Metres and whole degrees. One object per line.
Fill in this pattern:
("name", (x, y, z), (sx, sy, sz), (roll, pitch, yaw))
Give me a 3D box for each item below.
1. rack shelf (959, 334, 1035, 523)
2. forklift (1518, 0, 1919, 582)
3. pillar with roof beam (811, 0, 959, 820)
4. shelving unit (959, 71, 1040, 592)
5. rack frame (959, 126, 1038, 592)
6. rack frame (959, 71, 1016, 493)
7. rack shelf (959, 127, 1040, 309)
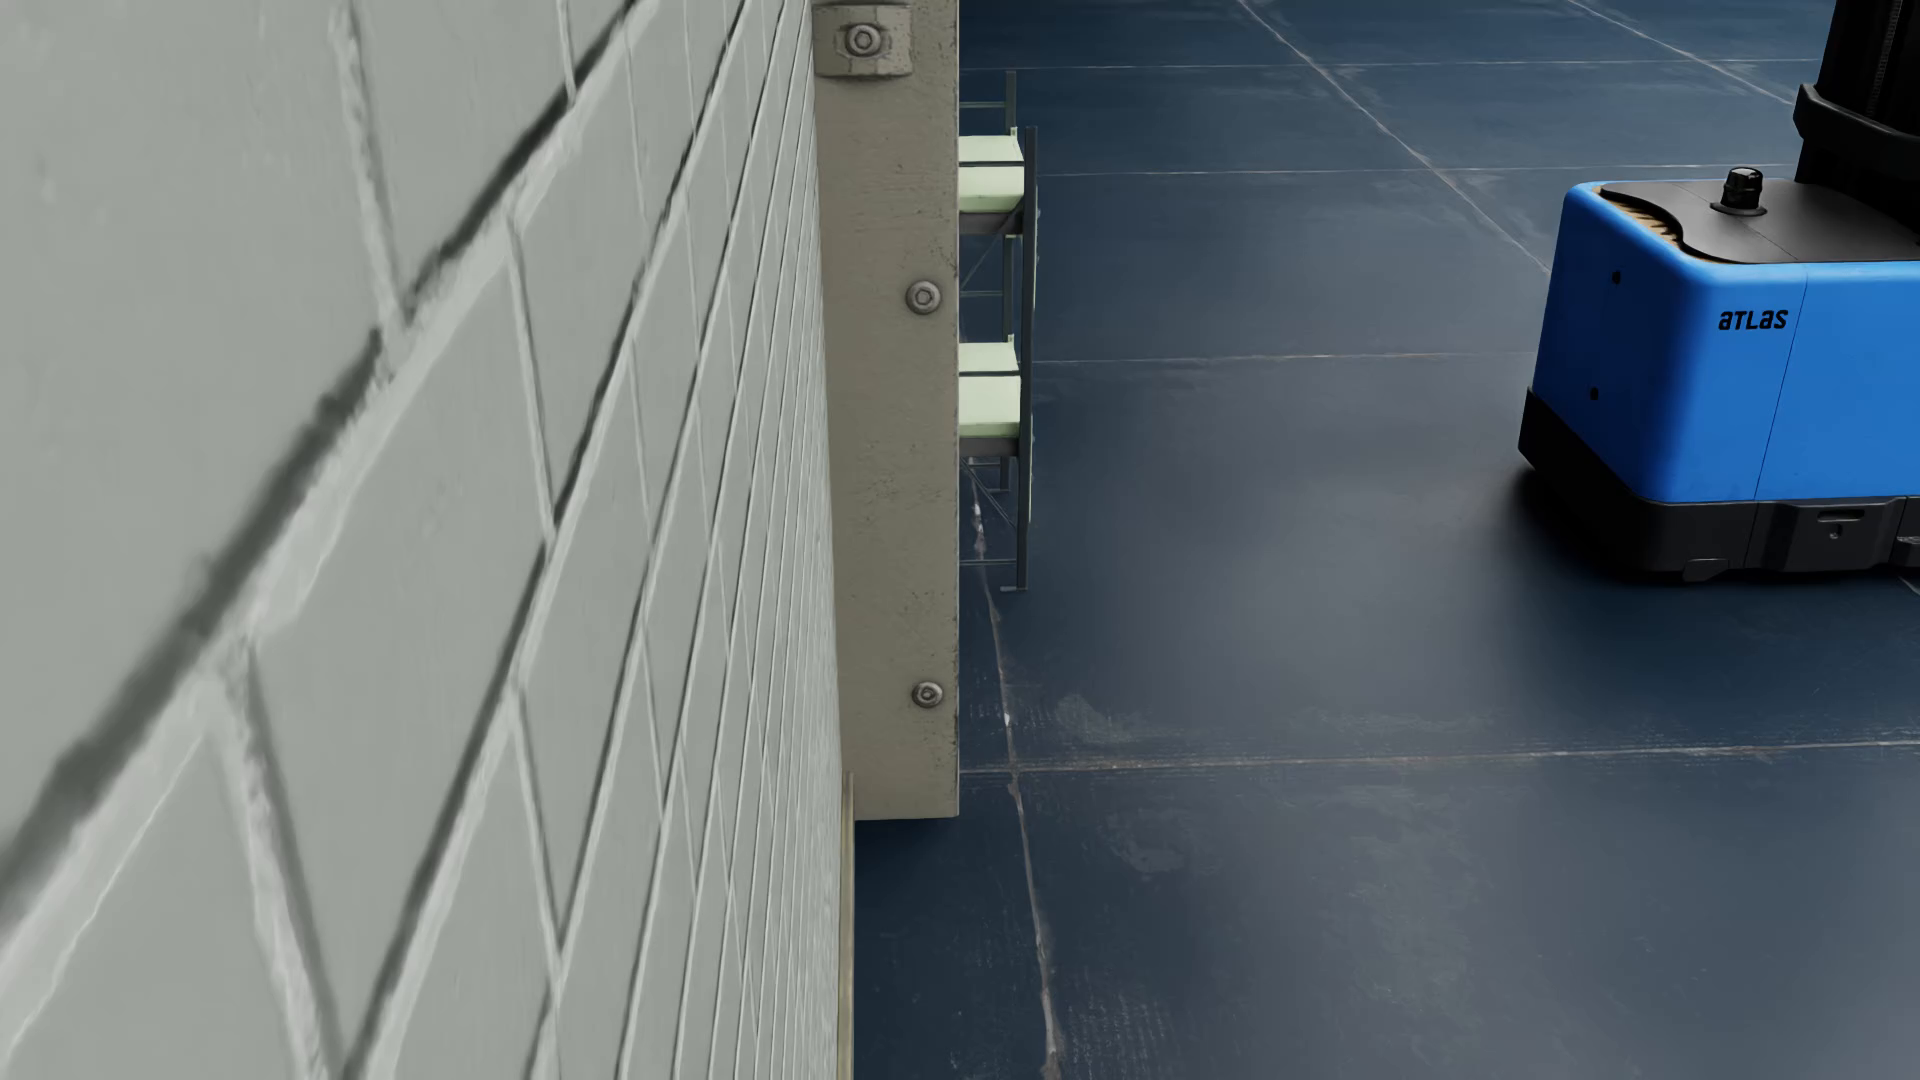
("rack shelf", (0.000, -0.379, 5.515), (0.431, 0.370, 0.720), (-1, 28, -3))
("forklift", (3.621, -1.423, 5.265), (3.031, 2.935, 1.130), (-2, 28, -4))
("pillar with roof beam", (4.132, -3.462, 2.612), (9.100, 9.000, 0.400), (-1, 28, -3))
("shelving unit", (0.000, -0.668, 5.365), (0.431, 1.500, 0.755), (-1, 28, -3))
("rack frame", (0.019, -0.499, 5.041), (0.400, 1.500, 0.023), (-1, 28, -3))
("rack frame", (-0.019, -0.837, 5.689), (0.400, 1.500, 0.023), (-1, 28, -3))
("rack shelf", (0.000, -1.014, 5.184), (0.431, 0.370, 0.720), (-1, 28, -3))
